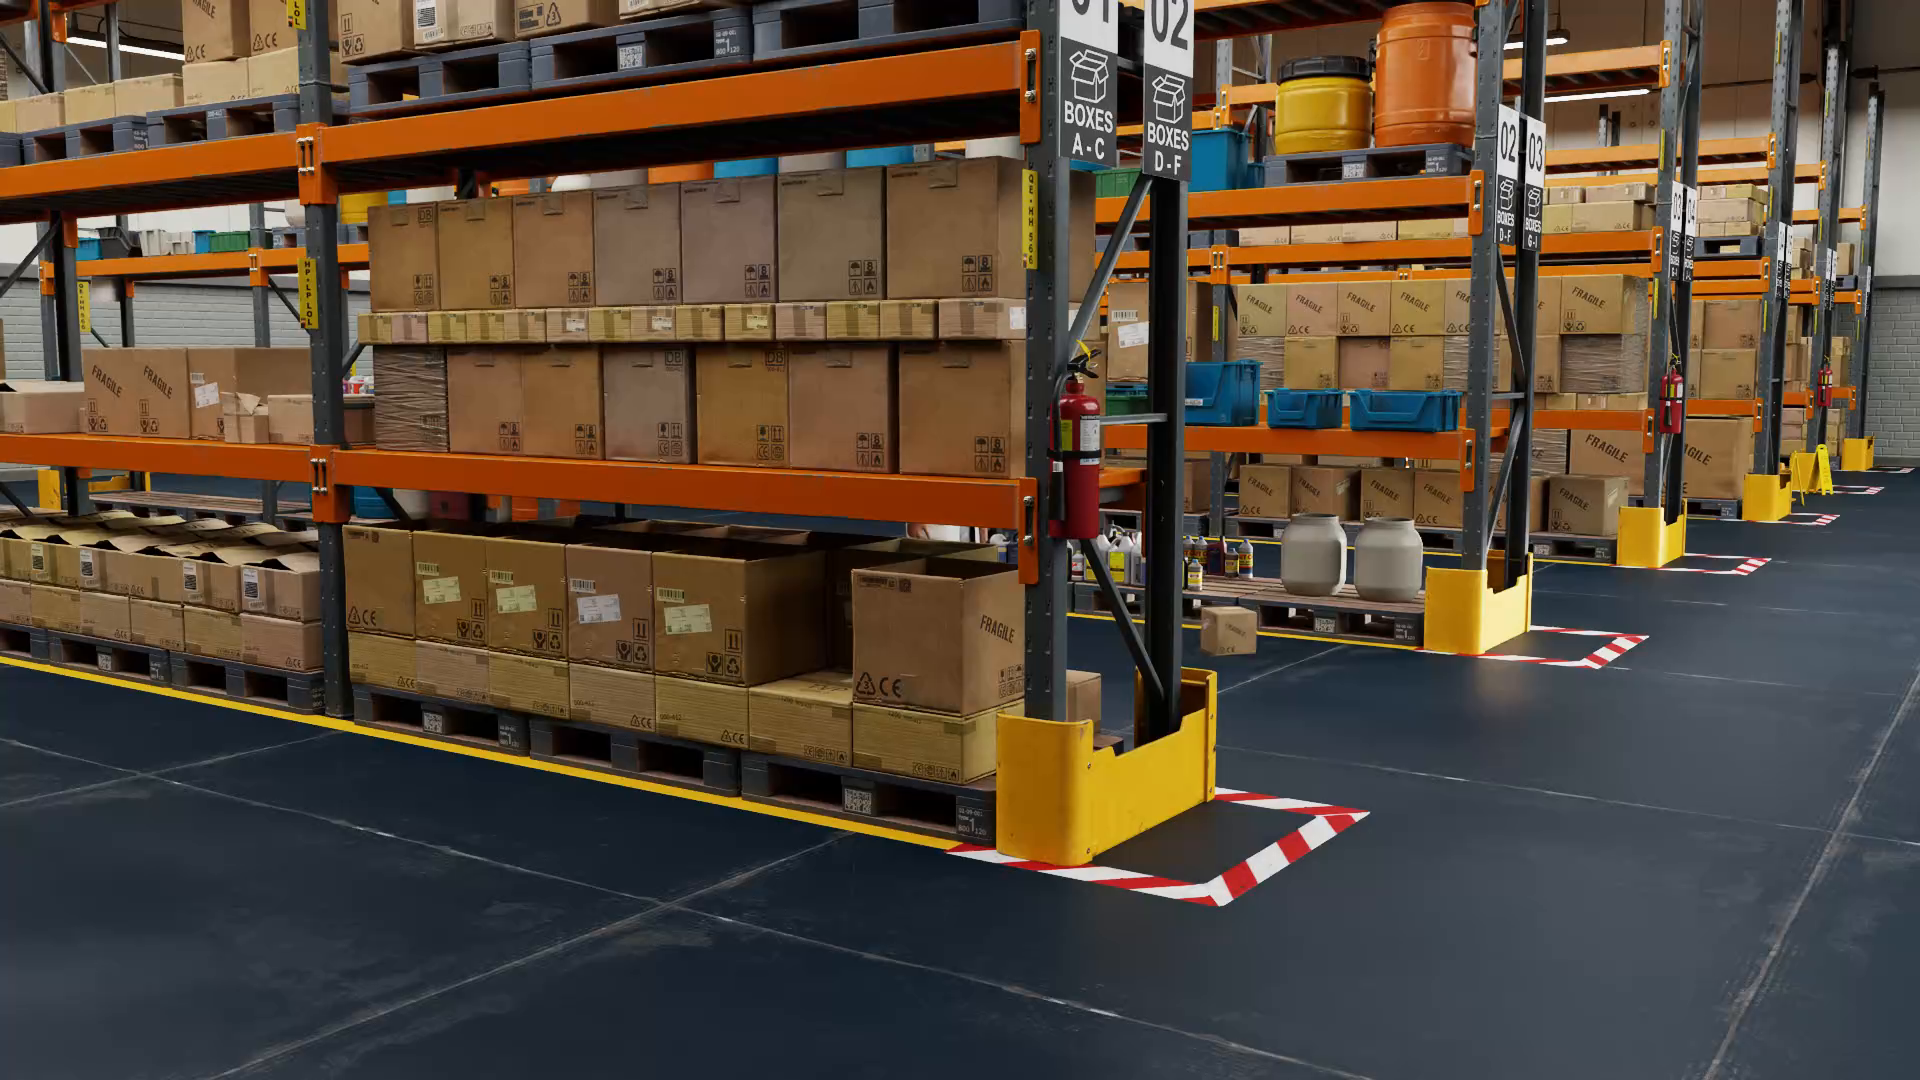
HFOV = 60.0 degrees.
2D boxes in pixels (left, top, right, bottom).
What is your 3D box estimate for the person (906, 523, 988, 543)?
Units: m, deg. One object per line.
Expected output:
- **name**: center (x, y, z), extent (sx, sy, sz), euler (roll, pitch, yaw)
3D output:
- **person**: center (-0.017, 0.034, 8.328), extent (0.580, 1.583, 0.698), euler (4, 7, 34)
